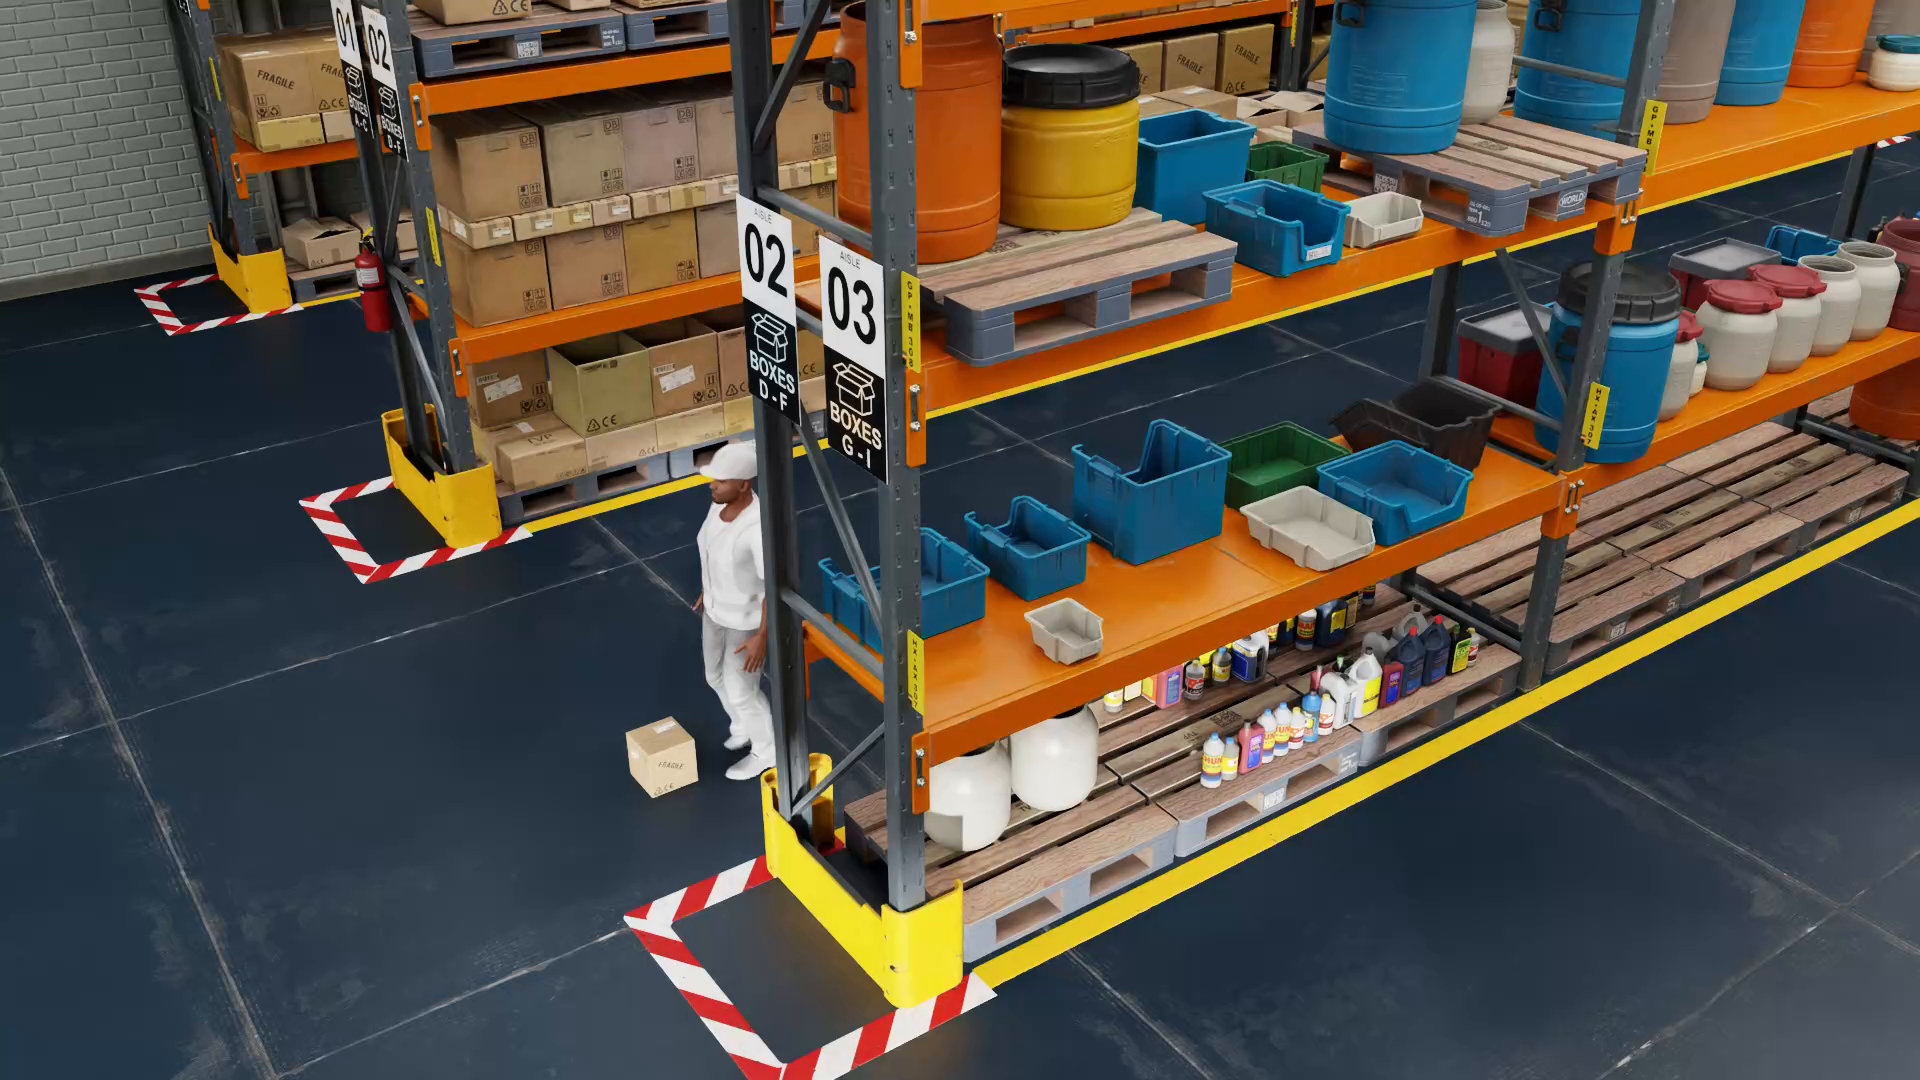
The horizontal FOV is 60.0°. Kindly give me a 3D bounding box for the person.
[{"bbox_3d":[-1.045,0.386,7.989,0.373,1.832,0.654,-19,34,-31],"label":"person"}]
